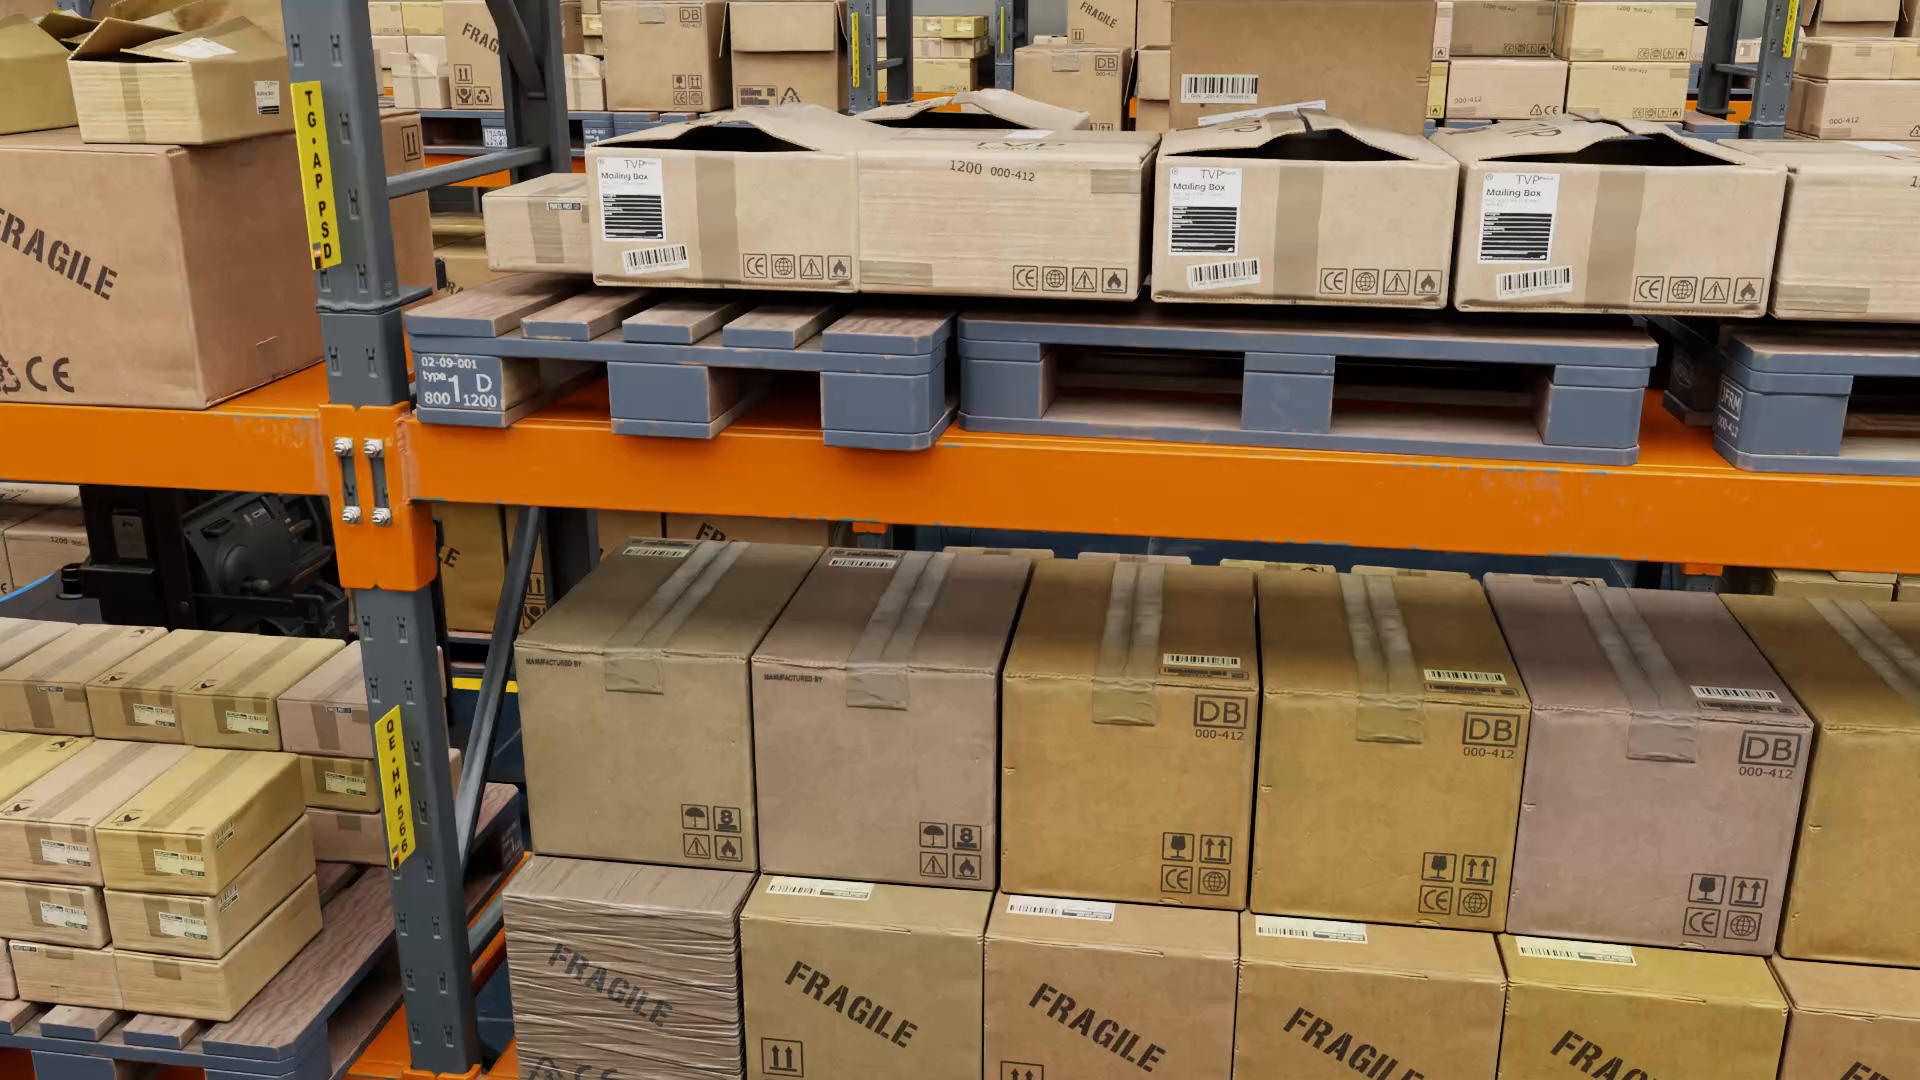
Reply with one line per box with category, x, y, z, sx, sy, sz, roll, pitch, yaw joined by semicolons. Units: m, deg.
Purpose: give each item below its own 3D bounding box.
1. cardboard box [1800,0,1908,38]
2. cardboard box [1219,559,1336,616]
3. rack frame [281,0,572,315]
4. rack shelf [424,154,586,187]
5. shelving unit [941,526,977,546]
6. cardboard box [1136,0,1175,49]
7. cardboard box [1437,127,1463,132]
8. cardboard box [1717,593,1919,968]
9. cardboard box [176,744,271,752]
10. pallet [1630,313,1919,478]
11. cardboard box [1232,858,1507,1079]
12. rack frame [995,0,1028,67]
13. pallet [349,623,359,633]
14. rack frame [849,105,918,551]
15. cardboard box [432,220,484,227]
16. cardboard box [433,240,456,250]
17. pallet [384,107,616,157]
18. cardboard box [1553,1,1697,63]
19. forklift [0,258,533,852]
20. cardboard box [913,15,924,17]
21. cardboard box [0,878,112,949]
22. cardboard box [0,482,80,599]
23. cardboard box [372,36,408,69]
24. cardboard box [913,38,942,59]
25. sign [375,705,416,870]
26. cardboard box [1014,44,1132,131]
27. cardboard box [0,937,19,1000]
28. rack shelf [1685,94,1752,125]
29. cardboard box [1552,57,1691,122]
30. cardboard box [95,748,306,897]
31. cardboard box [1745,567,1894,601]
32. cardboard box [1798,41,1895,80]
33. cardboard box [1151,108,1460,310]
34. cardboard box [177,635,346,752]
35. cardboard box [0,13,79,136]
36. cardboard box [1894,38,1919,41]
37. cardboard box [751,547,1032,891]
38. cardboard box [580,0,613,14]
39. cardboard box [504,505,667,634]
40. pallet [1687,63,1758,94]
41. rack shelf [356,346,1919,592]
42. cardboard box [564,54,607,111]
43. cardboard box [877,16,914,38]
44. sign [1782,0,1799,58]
cardboard box;6.258;-3.654;11.785;0.637;0.503;0.797;4;19;10
cardboard box;1.652;0.440;8.739;0.625;0.372;0.950;4;19;10
rack frame;-1.067;-2.002;3.104;0.127;3.000;1.000;3;19;9
rack shelf;-2.356;-1.895;8.645;4.000;0.370;1.077;3;19;9
shelving unit;-0.008;-0.427;11.162;0.210;0.900;0.258;3;19;9
cardboard box;1.593;-3.877;12.460;0.500;0.500;0.700;3;19;8
cardboard box;1.069;-0.721;3.397;0.258;0.266;0.396;3;19;9
cardboard box;1.883;0.475;3.424;0.500;0.500;0.700;3;19;8
cardboard box;-1.781;0.522;4.281;0.250;0.149;0.380;4;19;11
pallet;1.969;-0.318;3.100;1.217;0.209;0.805;2;19;6
cardboard box;0.825;0.979;3.492;0.500;0.500;0.500;3;19;8
rack frame;0.402;-5.113;12.402;0.127;3.000;1.000;3;19;9
pallet;-3.557;0.424;9.704;1.213;0.211;1.003;3;19;9
rack frame;-0.382;-0.713;8.706;0.127;3.000;1.000;3;19;9
cardboard box;-4.089;-2.488;13.780;0.500;0.250;0.500;3;19;10
cardboard box;-2.941;-1.280;8.669;0.500;0.500;0.500;2;19;7
pallet;-2.130;-2.117;8.472;1.213;0.211;1.003;4;19;11
cardboard box;2.975;-2.288;7.474;0.500;0.250;0.500;3;19;10
forklift;-2.681;-0.055;6.849;3.031;2.935;1.130;3;19;9
cardboard box;-0.407;-4.088;13.207;0.250;0.149;0.380;3;19;8
cardboard box;-1.891;0.727;3.668;0.250;0.149;0.380;4;19;11
cardboard box;-5.818;-0.008;9.976;0.875;0.438;0.875;2;19;7
cardboard box;-4.578;-3.930;13.363;0.500;0.250;0.500;2;19;7
cardboard box;-0.239;-3.770;12.724;0.250;0.149;0.380;2;19;7
sign;-1.144;0.502;3.375;0.005;0.325;0.100;3;19;9
cardboard box;0.553;-2.132;8.062;0.500;0.500;0.700;3;19;9
cardboard box;-2.126;0.857;3.750;0.250;0.149;0.380;3;19;10
rack shelf;6.326;-3.047;12.089;4.000;0.370;1.077;3;19;9
cardboard box;2.968;-2.046;7.537;0.500;0.250;0.500;3;19;8
cardboard box;-1.624;0.600;3.579;0.250;0.149;0.380;2;19;6
cardboard box;4.107;0.352;8.013;0.500;0.500;0.500;4;19;11
cardboard box;3.827;-2.075;7.188;0.250;0.149;0.380;3;19;8
cardboard box;0.614;-0.627;3.044;0.500;0.311;0.500;3;19;8
cardboard box;-1.758;0.384;4.223;0.250;0.149;0.380;2;19;7
cardboard box;-2.016;-0.950;3.323;0.258;0.266;0.396;3;19;9
cardboard box;4.427;-2.215;7.608;0.250;0.149;0.380;3;19;10
cardboard box;-0.126;0.372;3.729;0.500;0.500;0.700;3;19;8
cardboard box;-2.968;-4.360;13.333;0.258;0.266;0.396;3;19;9
cardboard box;-1.930;-0.011;9.296;0.875;0.875;0.875;3;19;9
pallet;5.198;-3.412;12.186;1.213;0.211;1.003;3;19;9
rack shelf;0.908;-0.137;3.393;4.000;0.370;1.077;3;19;9
cardboard box;-1.797;-2.230;8.064;0.258;0.266;0.396;2;19;7
cardboard box;-0.498;-3.918;12.697;0.250;0.149;0.380;2;19;7
sign;3.483;-2.192;6.963;0.005;0.325;0.100;3;19;9
